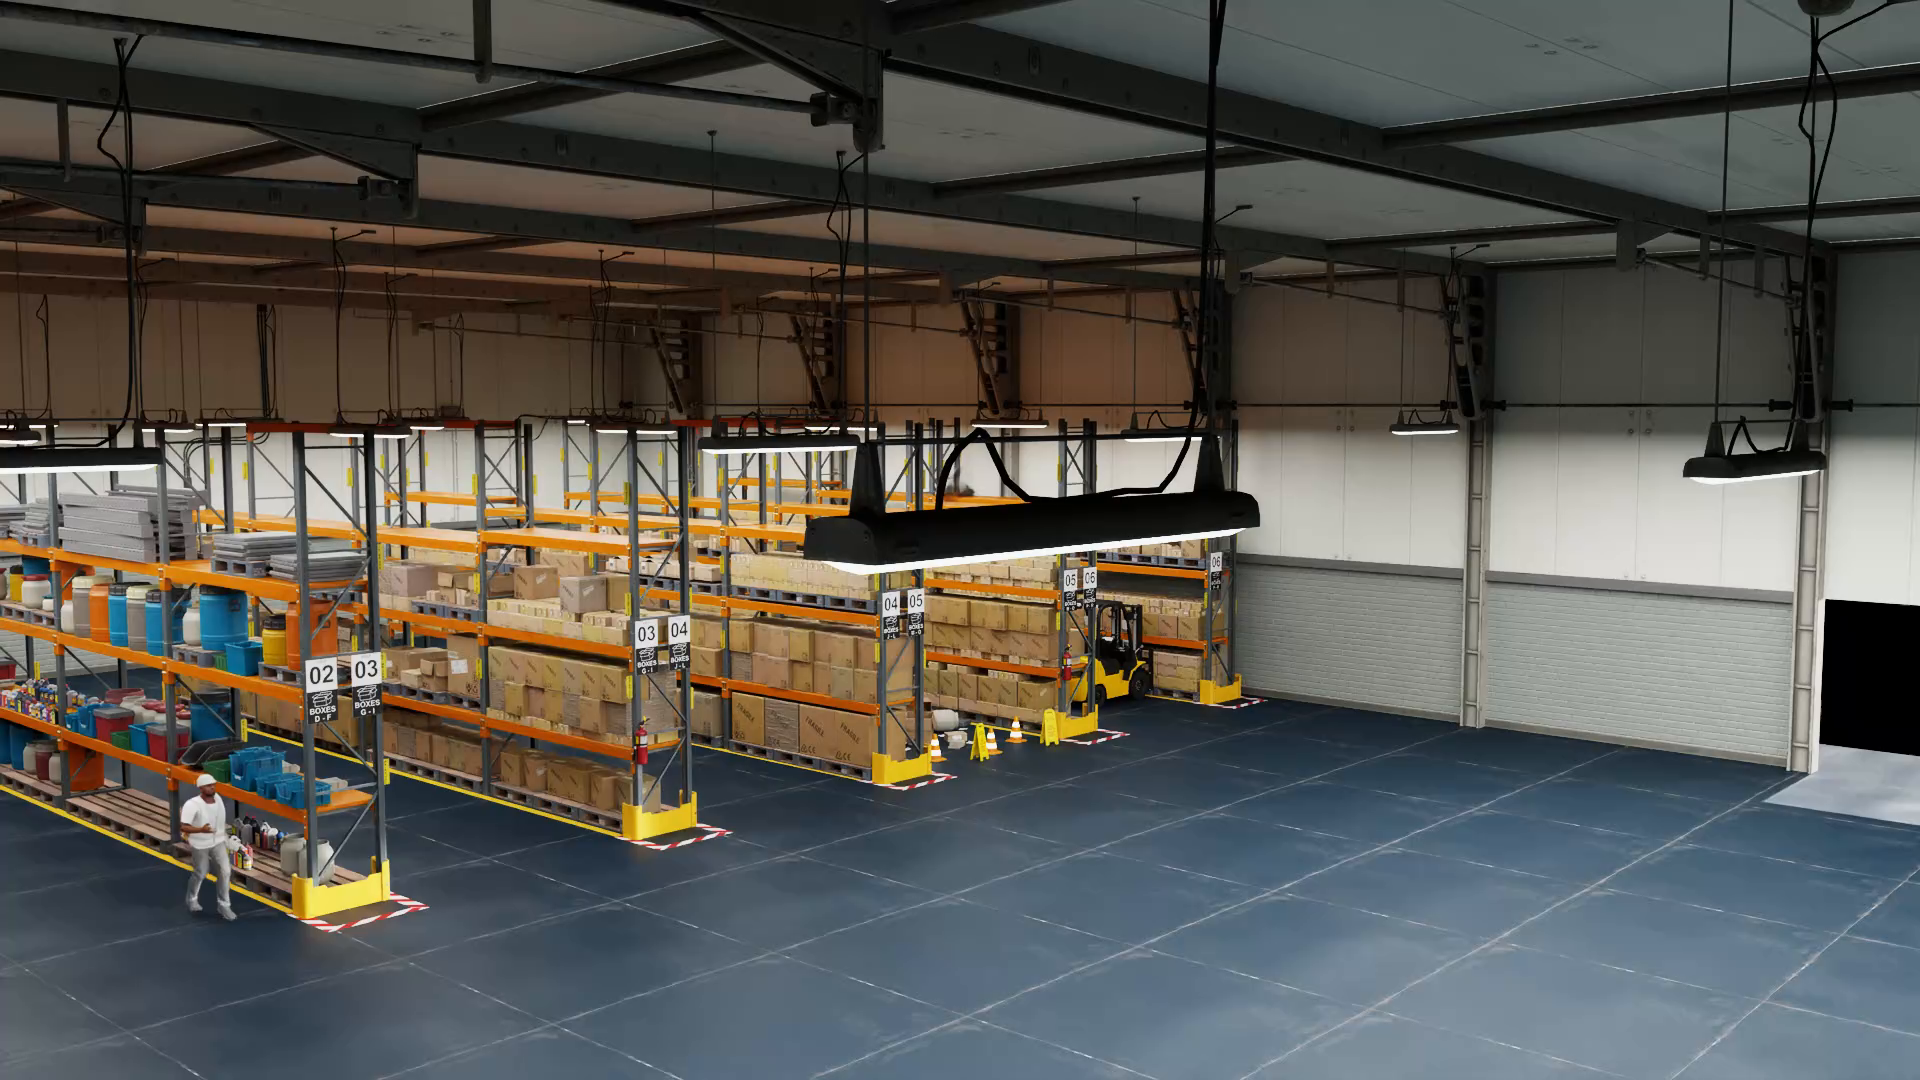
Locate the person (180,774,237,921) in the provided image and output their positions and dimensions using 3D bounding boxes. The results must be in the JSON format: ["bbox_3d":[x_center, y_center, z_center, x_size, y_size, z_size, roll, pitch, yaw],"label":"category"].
[{"bbox_3d":[-9.299,3.775,20.475,0.798,1.817,0.664,3,6,34],"label":"person"}]
